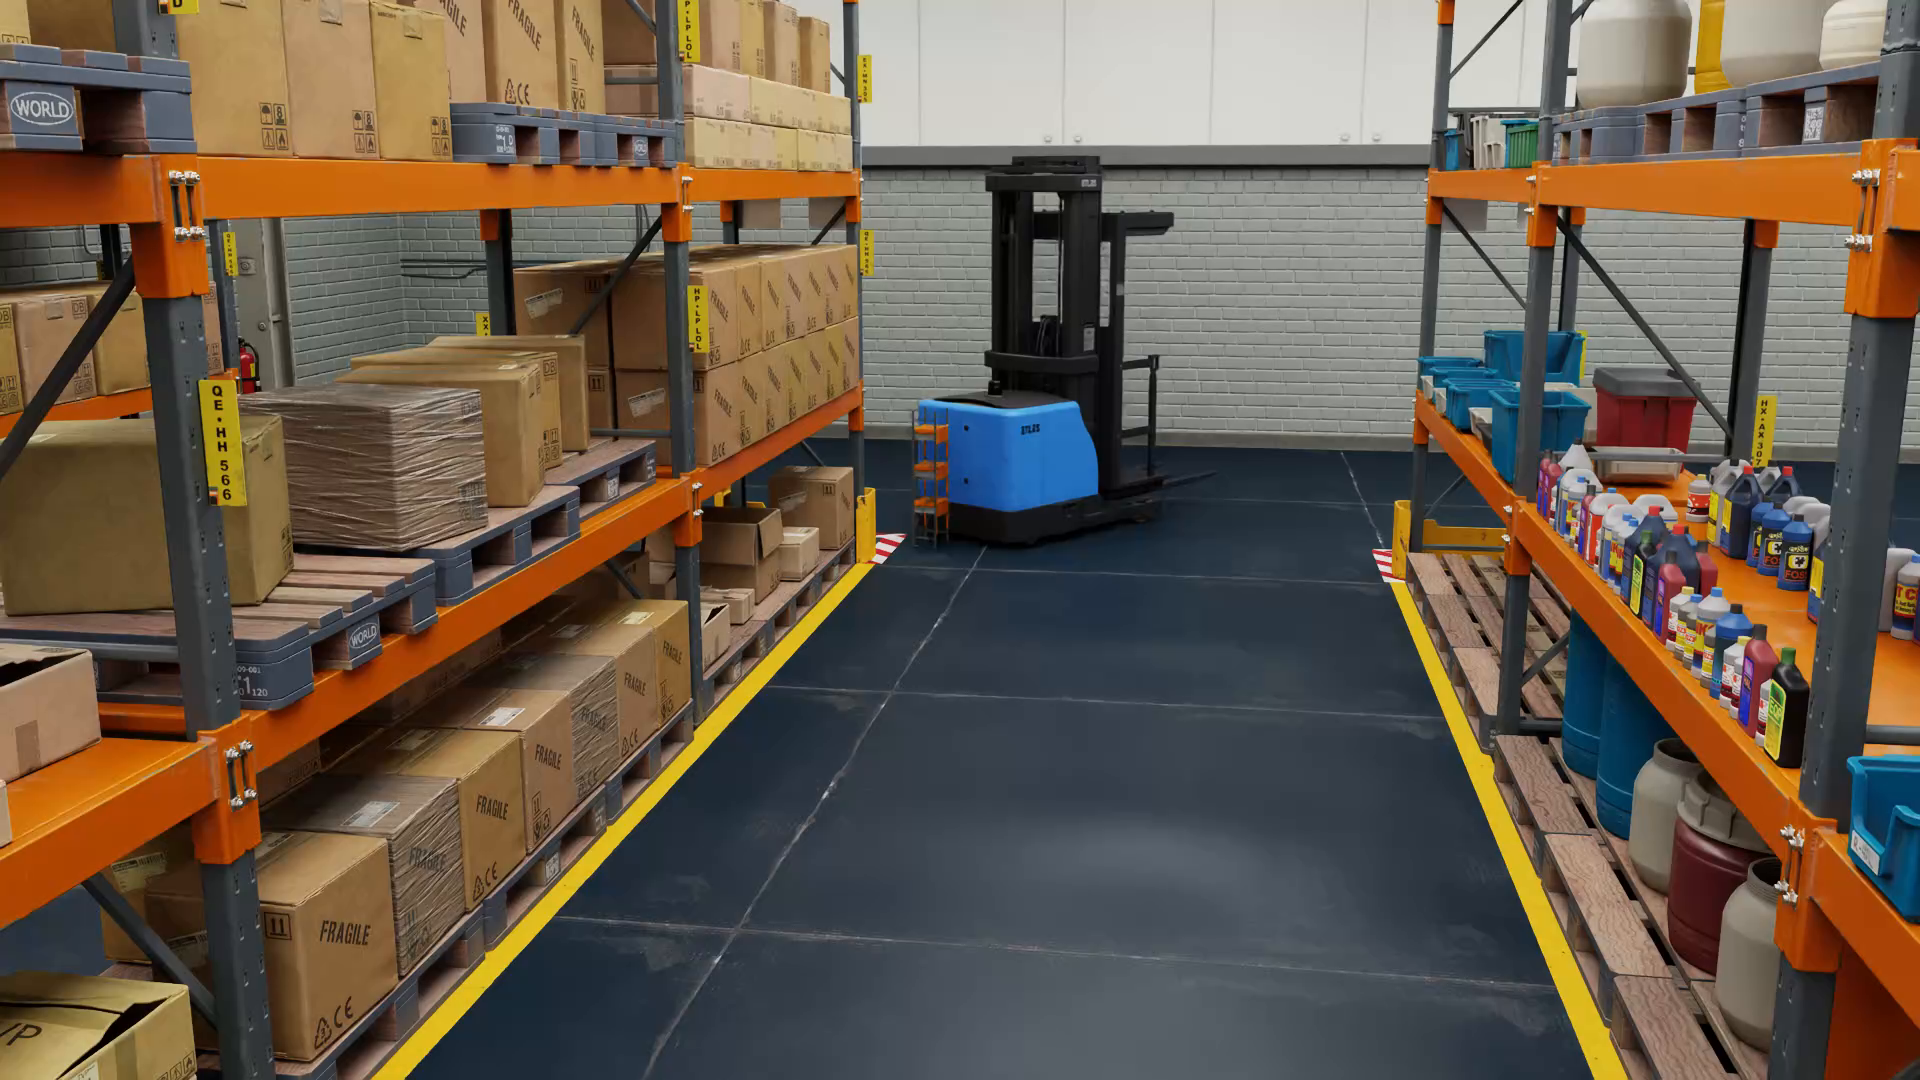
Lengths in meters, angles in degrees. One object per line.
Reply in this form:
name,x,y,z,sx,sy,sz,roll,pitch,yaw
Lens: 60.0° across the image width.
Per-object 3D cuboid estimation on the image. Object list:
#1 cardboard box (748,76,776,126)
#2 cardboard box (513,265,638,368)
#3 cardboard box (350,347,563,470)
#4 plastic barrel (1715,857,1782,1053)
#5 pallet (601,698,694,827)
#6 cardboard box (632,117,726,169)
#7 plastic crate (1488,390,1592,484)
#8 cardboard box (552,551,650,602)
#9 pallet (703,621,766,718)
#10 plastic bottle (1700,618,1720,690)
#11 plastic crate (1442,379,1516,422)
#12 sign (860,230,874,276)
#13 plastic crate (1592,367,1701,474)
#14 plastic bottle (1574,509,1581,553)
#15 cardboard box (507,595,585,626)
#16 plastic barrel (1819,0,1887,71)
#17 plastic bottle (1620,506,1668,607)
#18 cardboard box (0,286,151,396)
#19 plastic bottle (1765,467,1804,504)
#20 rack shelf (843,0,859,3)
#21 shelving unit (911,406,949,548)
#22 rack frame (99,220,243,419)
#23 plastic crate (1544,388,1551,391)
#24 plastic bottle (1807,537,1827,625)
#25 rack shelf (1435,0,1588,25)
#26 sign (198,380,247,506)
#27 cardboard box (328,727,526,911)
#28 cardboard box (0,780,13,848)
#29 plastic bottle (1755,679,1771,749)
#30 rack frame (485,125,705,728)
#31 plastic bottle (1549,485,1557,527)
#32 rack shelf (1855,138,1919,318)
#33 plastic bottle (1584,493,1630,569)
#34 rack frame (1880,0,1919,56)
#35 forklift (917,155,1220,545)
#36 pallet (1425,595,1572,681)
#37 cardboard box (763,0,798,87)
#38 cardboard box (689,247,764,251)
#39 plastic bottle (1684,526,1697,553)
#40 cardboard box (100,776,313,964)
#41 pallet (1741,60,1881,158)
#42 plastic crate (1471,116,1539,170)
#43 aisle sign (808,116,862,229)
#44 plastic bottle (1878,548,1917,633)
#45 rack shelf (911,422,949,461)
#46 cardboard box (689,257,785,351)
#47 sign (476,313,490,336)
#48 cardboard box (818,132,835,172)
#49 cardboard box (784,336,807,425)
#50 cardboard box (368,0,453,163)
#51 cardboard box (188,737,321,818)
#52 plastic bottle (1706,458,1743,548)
cardboard box,-1.346,-2.471,9.386,0.500,0.250,0.500,2,12,9
cardboard box,-2.008,-1.183,8.754,0.500,0.500,0.500,2,12,9
cardboard box,-2.167,-0.550,7.190,0.700,0.500,0.500,4,13,18
plastic barrel,2.506,1.250,4.982,0.421,0.512,0.421,0,12,0
pallet,-1.917,1.002,7.845,1.003,0.211,1.213,2,12,9
cardboard box,-1.510,-2.018,8.475,0.500,0.250,0.500,2,12,9
plastic crate,2.799,-0.501,8.092,0.392,0.384,0.575,2,12,9
cardboard box,-2.022,0.347,9.152,0.500,0.500,0.500,2,12,9
pallet,-1.723,0.688,9.299,1.003,0.211,1.213,2,12,9
plastic bottle,2.206,0.329,4.820,0.097,0.201,0.097,0,12,0
plastic crate,3.114,-0.836,10.008,0.416,0.233,0.300,2,12,9
sign,-0.669,-2.063,11.948,0.100,0.325,0.005,2,12,9
plastic crate,3.449,-0.609,8.406,0.402,0.464,0.583,2,12,9
plastic bottle,2.485,-0.050,6.576,0.097,0.201,0.097,0,12,0
cardboard box,-2.145,0.568,8.129,0.500,0.500,0.500,1,12,6
plastic barrel,2.469,-1.370,4.442,0.301,0.262,0.301,0,12,0
plastic bottle,2.380,0.052,5.749,0.144,0.351,0.185,2,12,9
cardboard box,-6.279,-1.413,11.717,0.980,0.700,0.700,2,12,8
plastic bottle,3.218,-0.106,6.484,0.144,0.351,0.185,2,12,9
rack shelf,-1.522,-3.528,9.718,1.077,0.370,4.000,2,12,9
shelving unit,-0.226,-0.483,12.742,0.215,1.050,0.252,5,13,21
rack frame,-6.110,-1.524,12.947,1.000,3.000,0.127,2,12,9
plastic crate,3.674,-0.868,10.386,0.396,0.136,0.243,2,12,9
plastic bottle,2.906,0.108,5.491,0.144,0.351,0.185,2,12,9
rack shelf,3.372,-3.173,9.012,1.077,0.370,4.000,2,12,9
sign,-1.896,-0.248,4.276,0.100,0.325,0.005,2,12,9
cardboard box,-1.935,1.009,6.083,0.500,0.500,0.500,2,12,8
cardboard box,-2.310,0.620,3.595,0.380,0.149,0.250,2,12,9
plastic bottle,2.126,0.438,4.315,0.097,0.201,0.097,0,12,0
rack frame,-1.830,-0.532,8.342,1.000,3.000,0.127,2,12,9
plastic bottle,2.566,-0.159,7.082,0.097,0.201,0.097,0,12,0
rack shelf,2.141,-0.236,1.558,1.077,0.370,4.000,2,12,9
plastic bottle,2.474,-0.033,6.323,0.152,0.276,0.135,2,12,9
rack frame,2.449,-2.471,3.098,1.000,3.000,0.127,2,12,9
forklift,1.034,-1.639,13.641,1.130,2.935,3.031,11,16,42
pallet,3.324,0.583,9.786,1.003,0.211,1.213,2,12,9
cardboard box,-1.409,-3.052,10.306,0.700,0.500,0.500,2,12,9
cardboard box,-1.616,-1.710,11.195,0.500,0.500,0.500,2,12,9
plastic bottle,2.506,0.086,5.782,0.097,0.271,0.097,0,12,0
cardboard box,-2.533,1.105,5.634,0.500,0.500,0.500,2,12,11
pallet,2.663,-1.068,4.158,1.003,0.211,1.213,2,12,9
plastic crate,3.034,-2.161,9.060,0.437,0.282,0.530,2,12,9
aisle sign,-0.901,-2.640,11.952,0.394,0.787,0.004,2,12,9
plastic bottle,3.048,0.154,5.452,0.152,0.276,0.135,2,12,9
rack shelf,-0.226,-0.750,12.684,0.215,0.259,0.240,5,13,21
cardboard box,-1.321,-1.373,9.634,0.500,0.500,0.500,2,12,7
sign,-2.367,-0.971,8.325,0.100,0.325,0.005,2,12,9
cardboard box,-1.121,-2.539,10.889,0.500,0.250,0.500,2,12,9
cardboard box,-1.250,-0.995,10.252,0.500,0.500,0.500,2,12,8
cardboard box,-2.253,-1.521,5.573,0.910,0.500,0.500,2,12,9
cardboard box,-2.528,0.727,5.610,0.500,0.250,0.500,2,12,11
plastic bottle,3.104,-0.149,6.684,0.144,0.351,0.185,2,12,9
